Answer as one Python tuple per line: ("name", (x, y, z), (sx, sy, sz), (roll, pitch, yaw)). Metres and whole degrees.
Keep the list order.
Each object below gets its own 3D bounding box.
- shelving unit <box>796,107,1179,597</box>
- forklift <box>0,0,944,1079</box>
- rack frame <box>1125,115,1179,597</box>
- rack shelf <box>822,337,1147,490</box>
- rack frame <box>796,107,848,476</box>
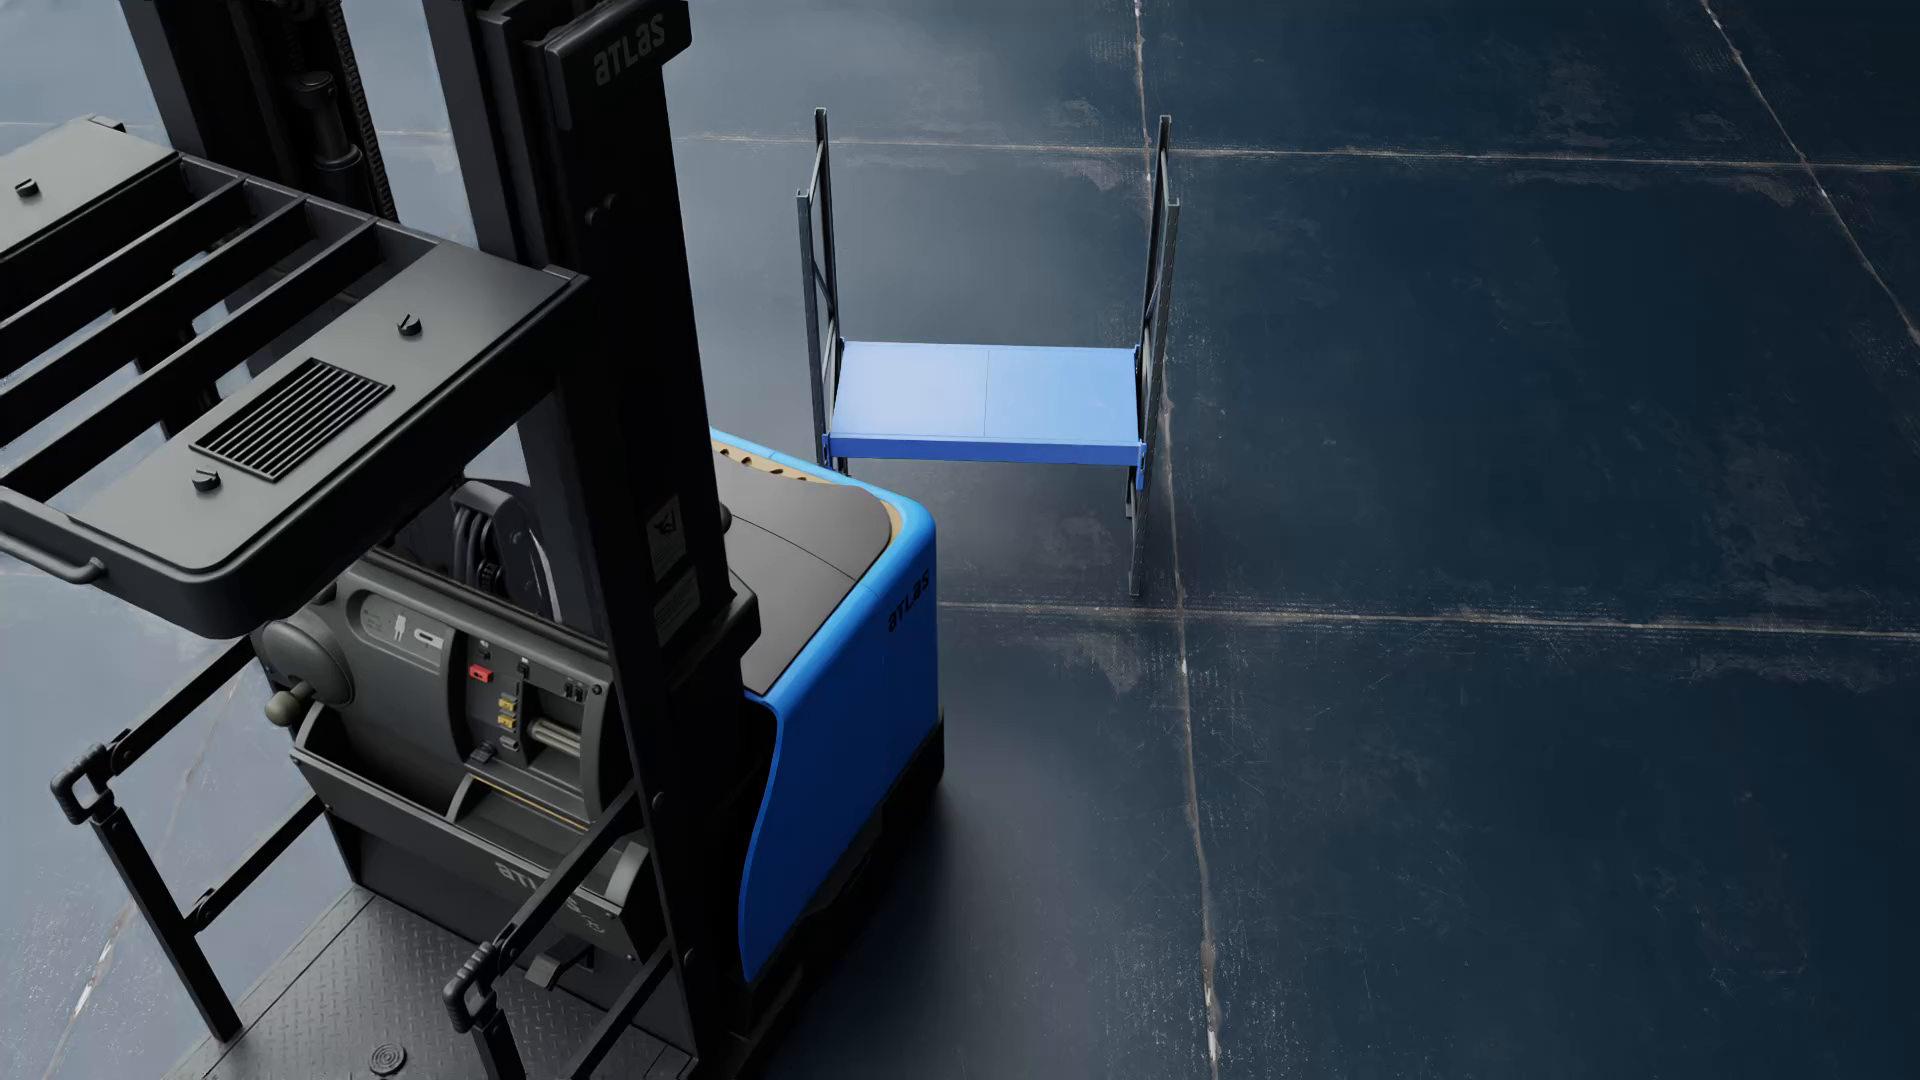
("shelving unit", (0.085, -0.546, 5.236), (1.048, 1.500, 0.538), (2, 43, 2))
("forklift", (-1.184, 0.362, 3.212), (1.130, 2.935, 3.031), (20, 47, 20))
("rack frame", (0.593, -0.531, 5.219), (0.032, 1.500, 0.500), (2, 43, 2))
("rack shelf", (0.085, -0.415, 5.359), (1.000, 0.185, 0.538), (2, 43, 2))
("rack frame", (-0.423, -0.562, 5.253), (0.032, 1.500, 0.500), (2, 43, 2))
